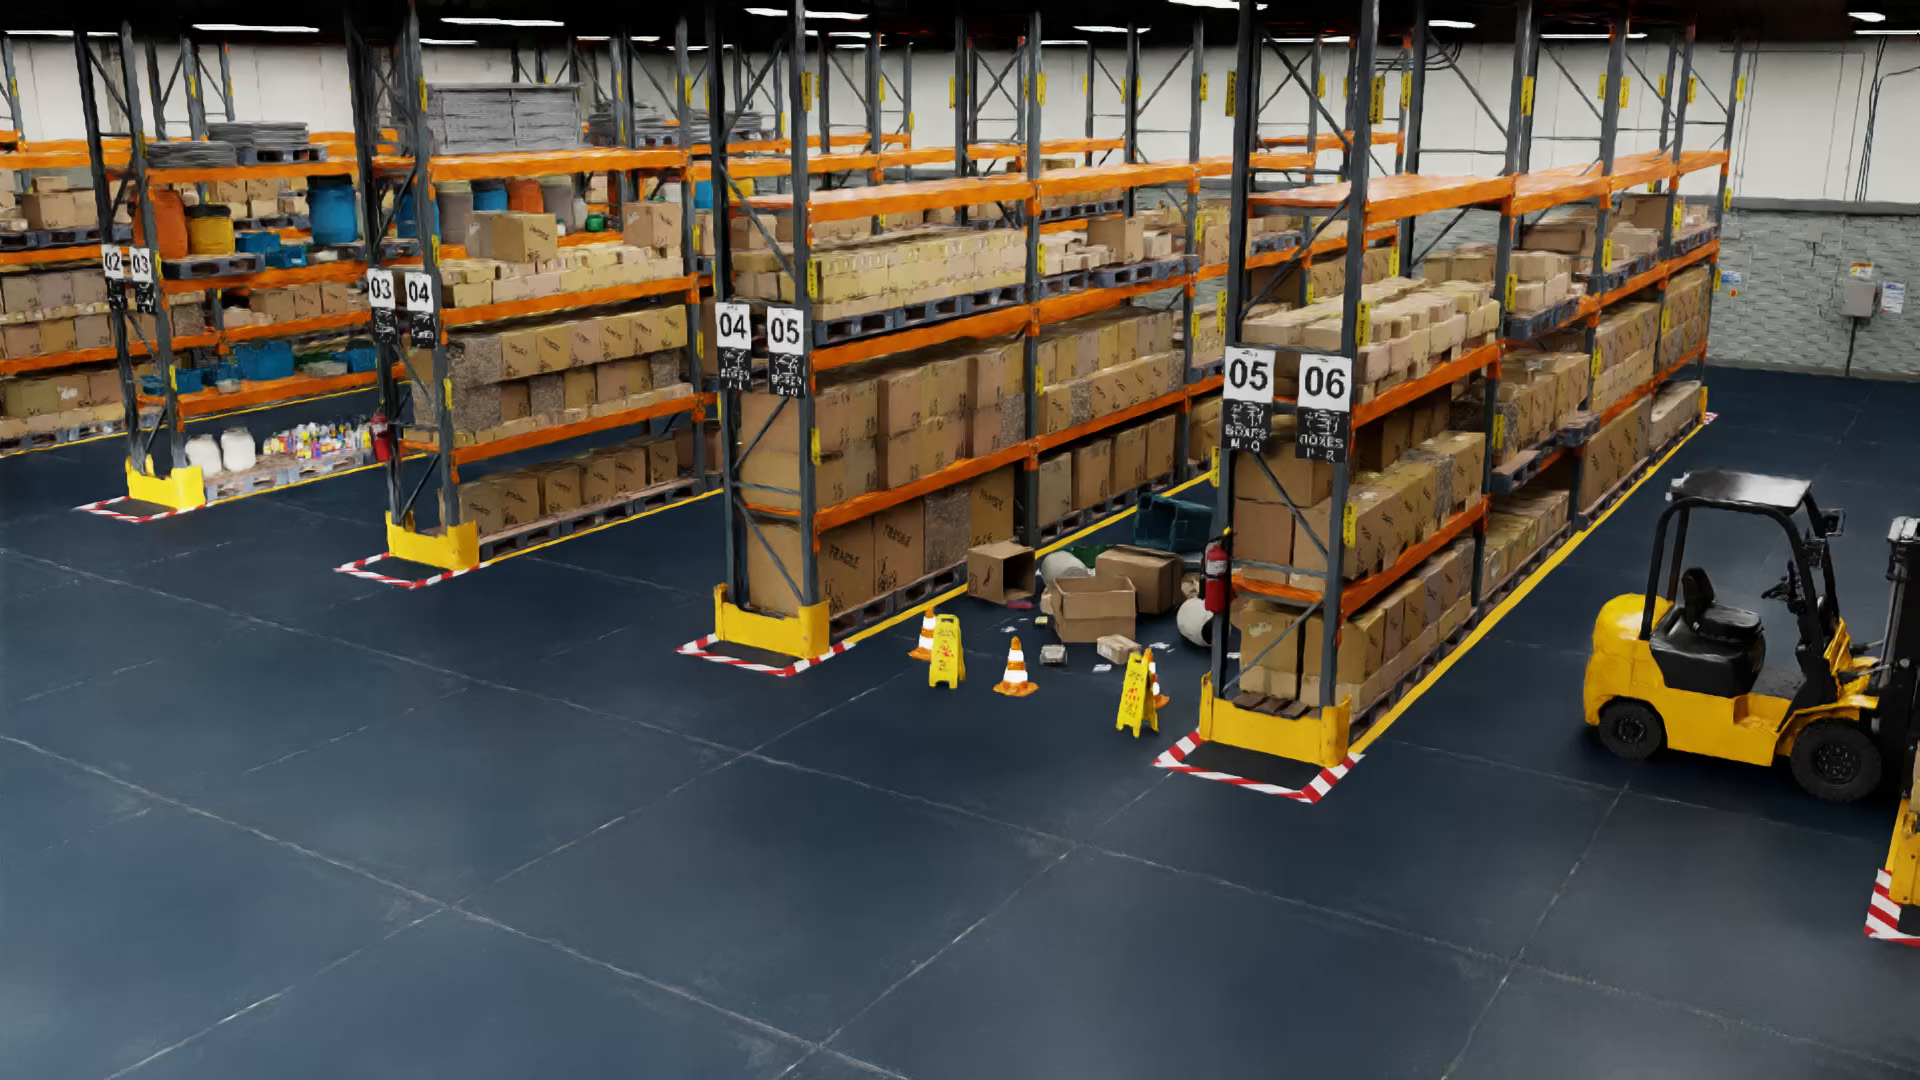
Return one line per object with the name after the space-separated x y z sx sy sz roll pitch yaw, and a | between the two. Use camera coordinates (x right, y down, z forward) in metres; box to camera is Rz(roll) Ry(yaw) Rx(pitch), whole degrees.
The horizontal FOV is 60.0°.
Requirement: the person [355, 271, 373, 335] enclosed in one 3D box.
-11.358 -4.421 31.902 0.444 1.719 0.569 1 16 5 | person
